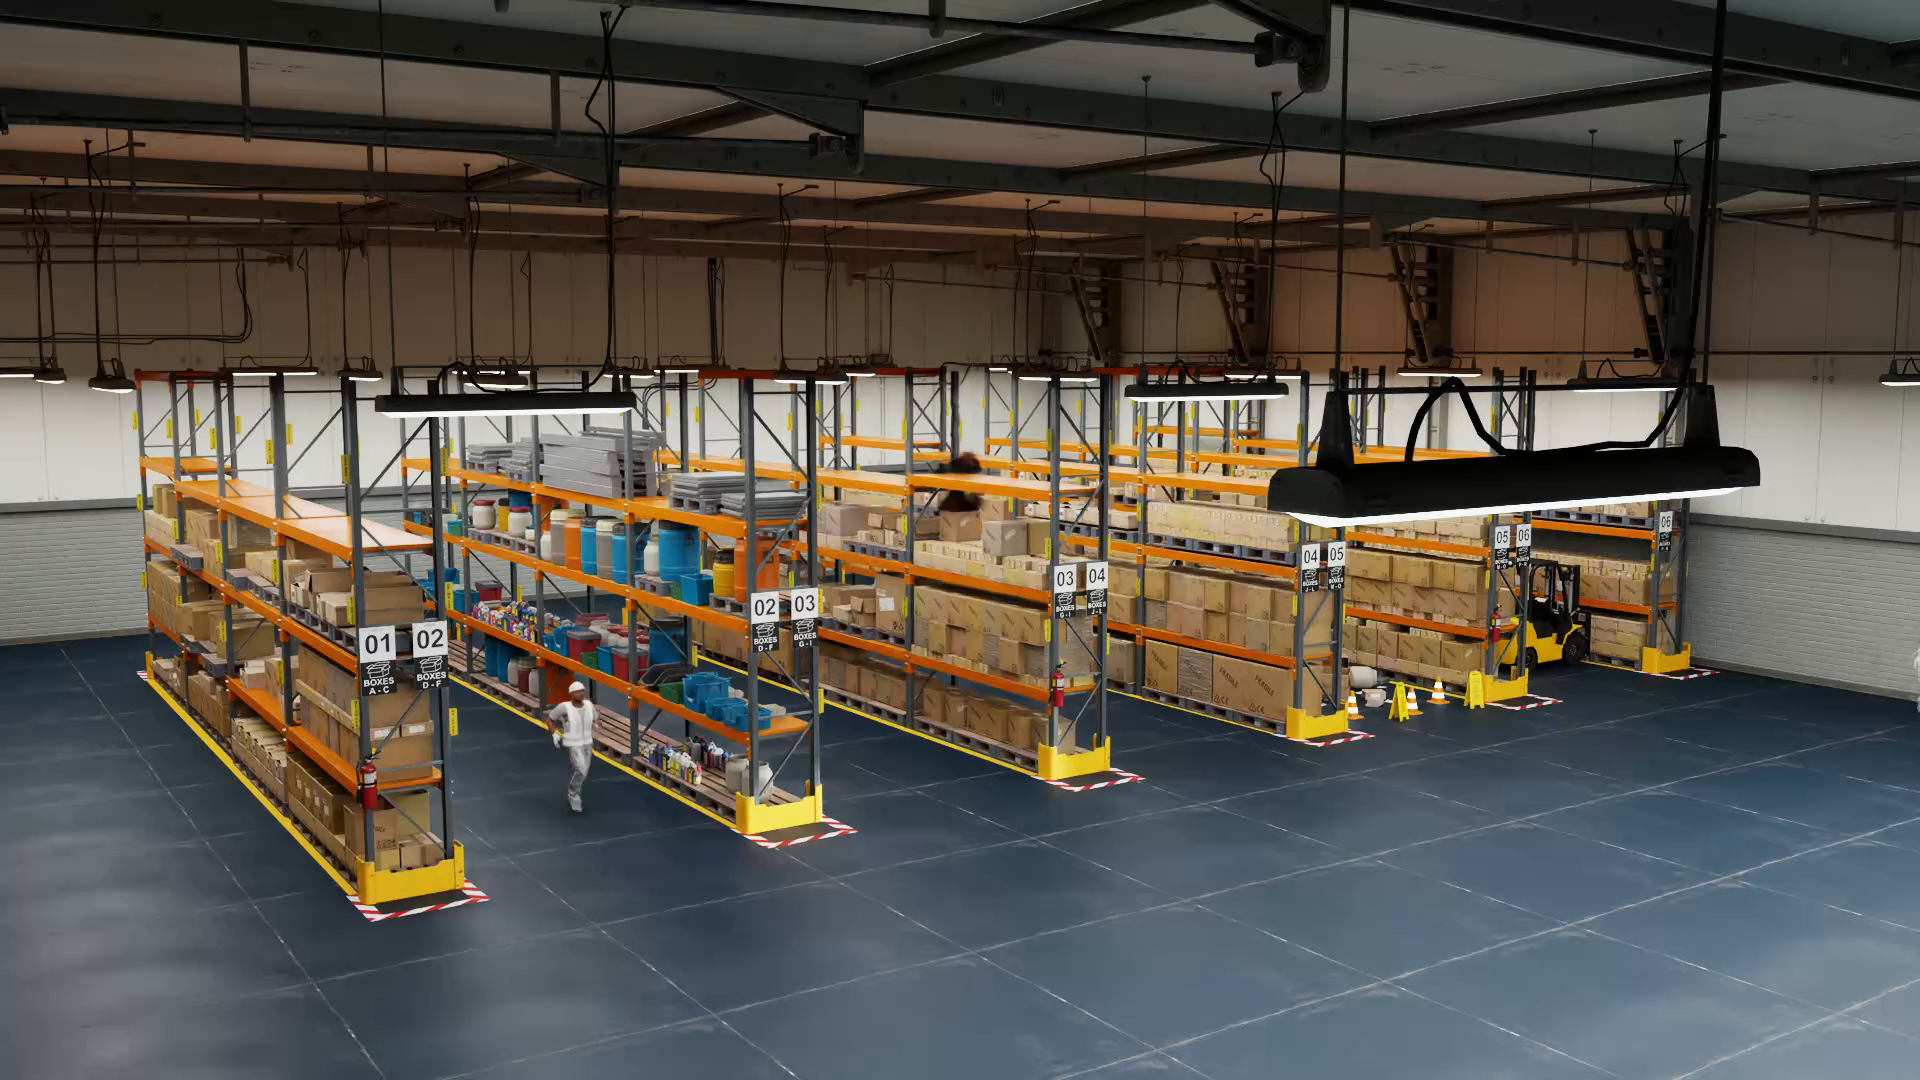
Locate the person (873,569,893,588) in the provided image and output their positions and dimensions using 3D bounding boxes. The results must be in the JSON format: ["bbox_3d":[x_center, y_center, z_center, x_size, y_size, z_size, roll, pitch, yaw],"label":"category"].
[{"bbox_3d":[-1.546,1.423,35.846,0.531,1.824,1.000,-5,8,-40],"label":"person"}]

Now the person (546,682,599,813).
[{"bbox_3d":[-5.272,2.859,23.001,0.725,1.806,0.660,6,9,41],"label":"person"}]
